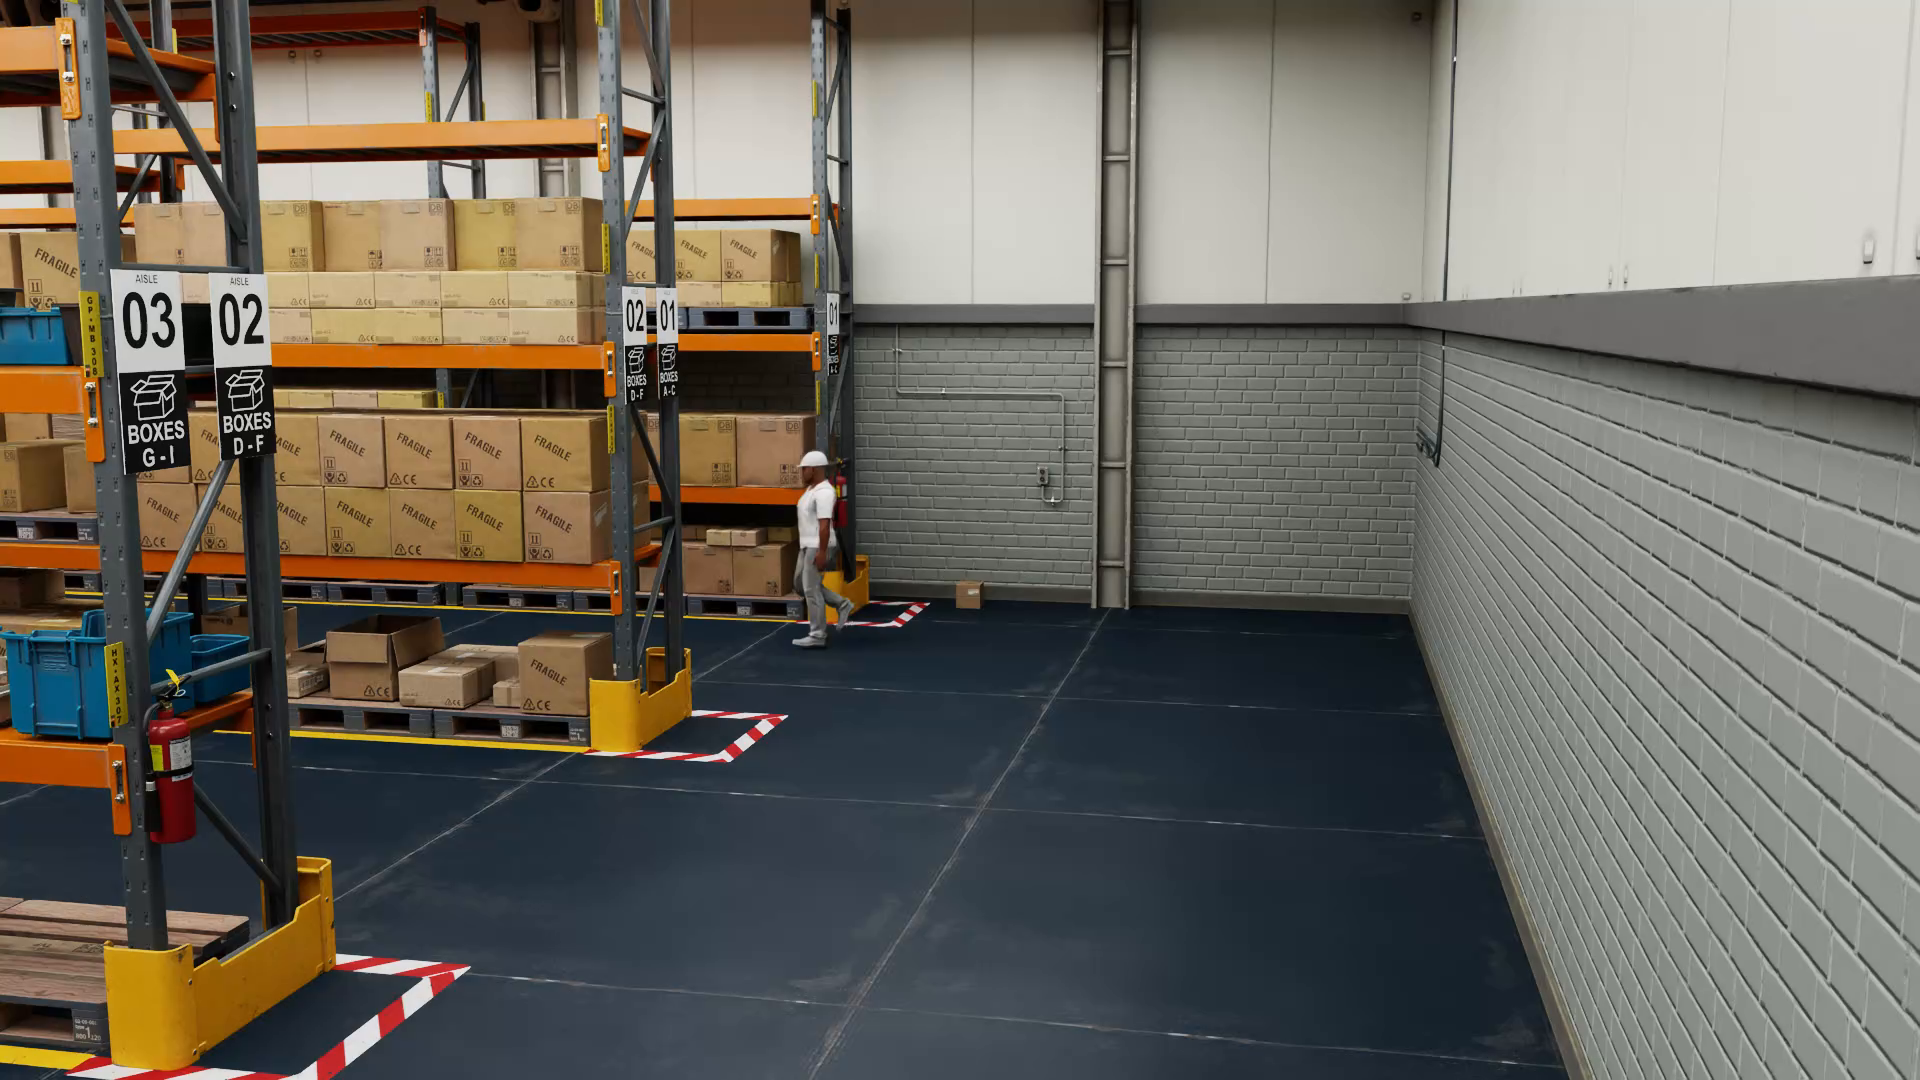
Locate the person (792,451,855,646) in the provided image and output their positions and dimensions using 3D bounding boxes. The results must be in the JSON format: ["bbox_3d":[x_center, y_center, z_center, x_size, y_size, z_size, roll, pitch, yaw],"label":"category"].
[{"bbox_3d":[-1.255,0.065,15.141,0.633,1.752,0.603,-2,8,-15],"label":"person"}]
